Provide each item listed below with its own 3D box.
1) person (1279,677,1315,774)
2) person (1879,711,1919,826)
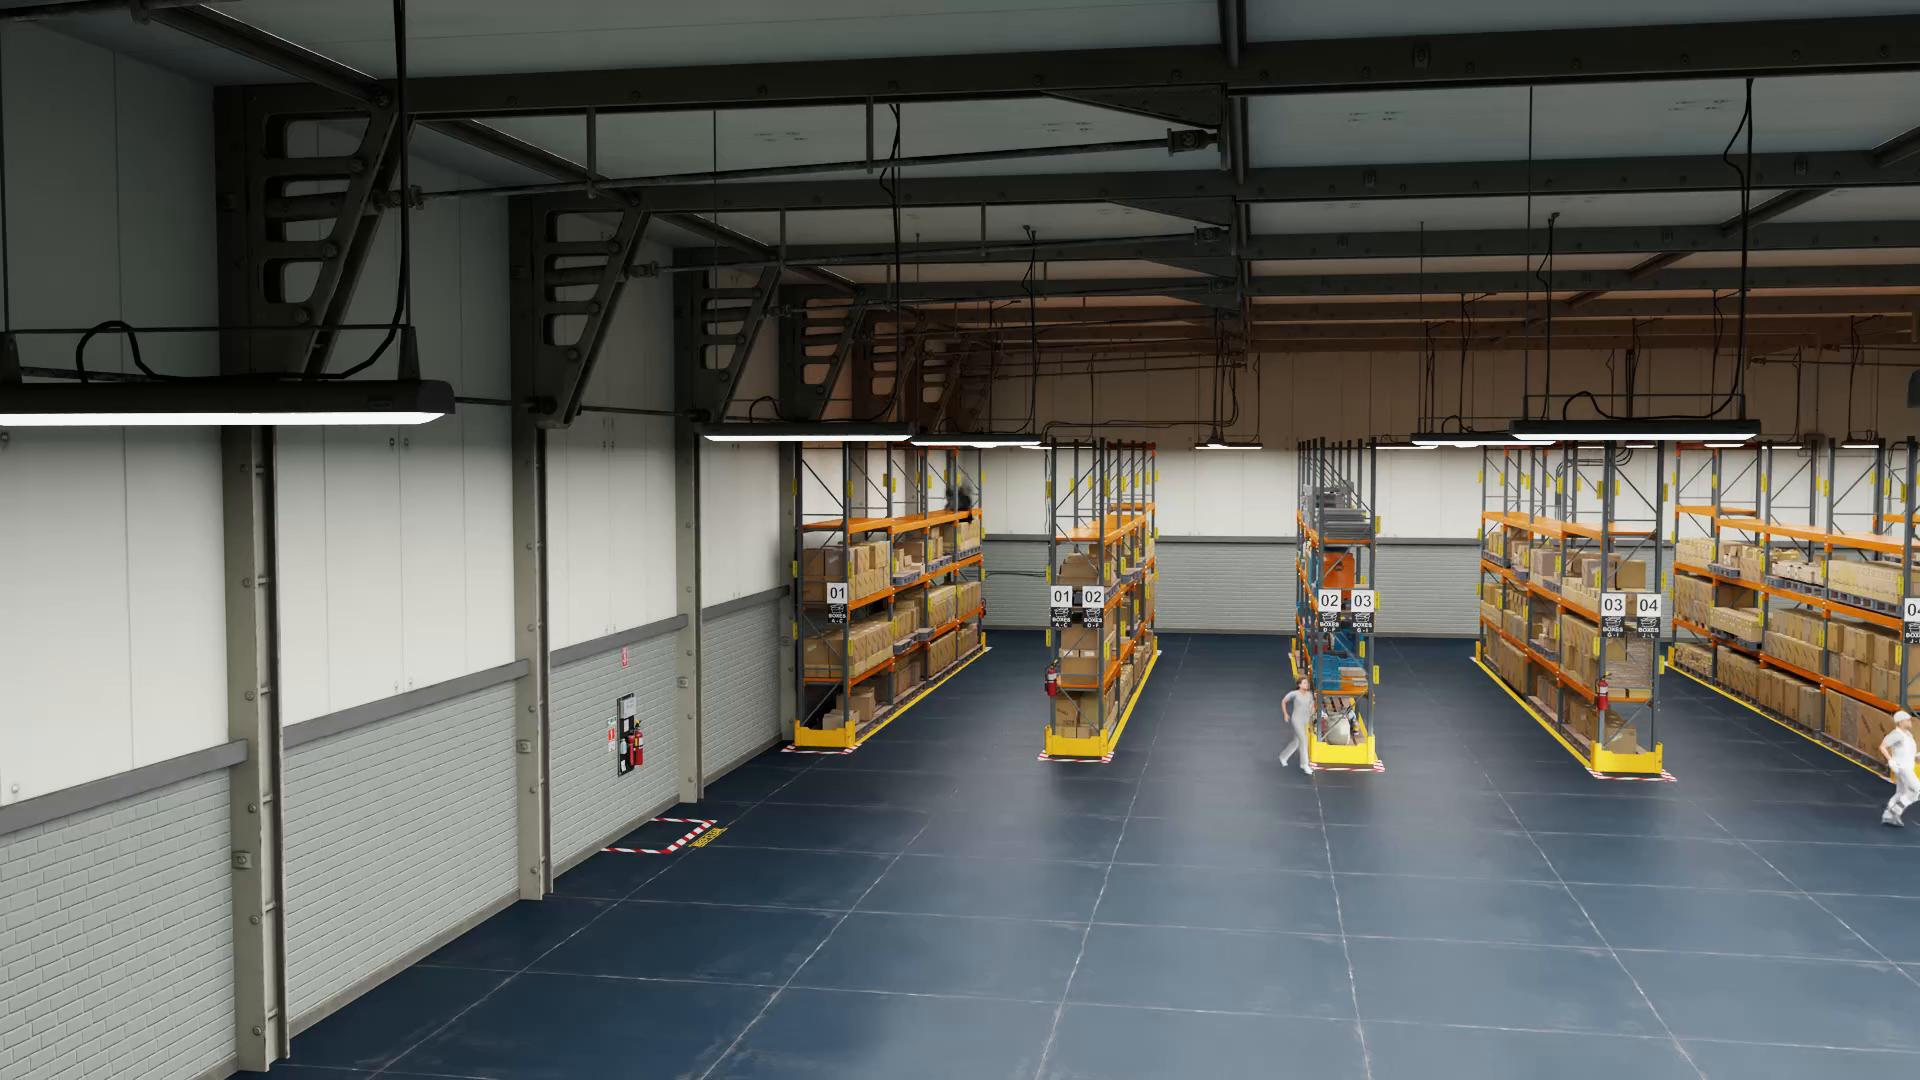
[{"bbox_3d":[6.155,3.295,29.921,0.582,1.662,0.895,-2,3,-30],"label":"person"},{"bbox_3d":[14.406,3.482,25.309,0.650,1.740,0.658,3,4,42],"label":"person"}]
